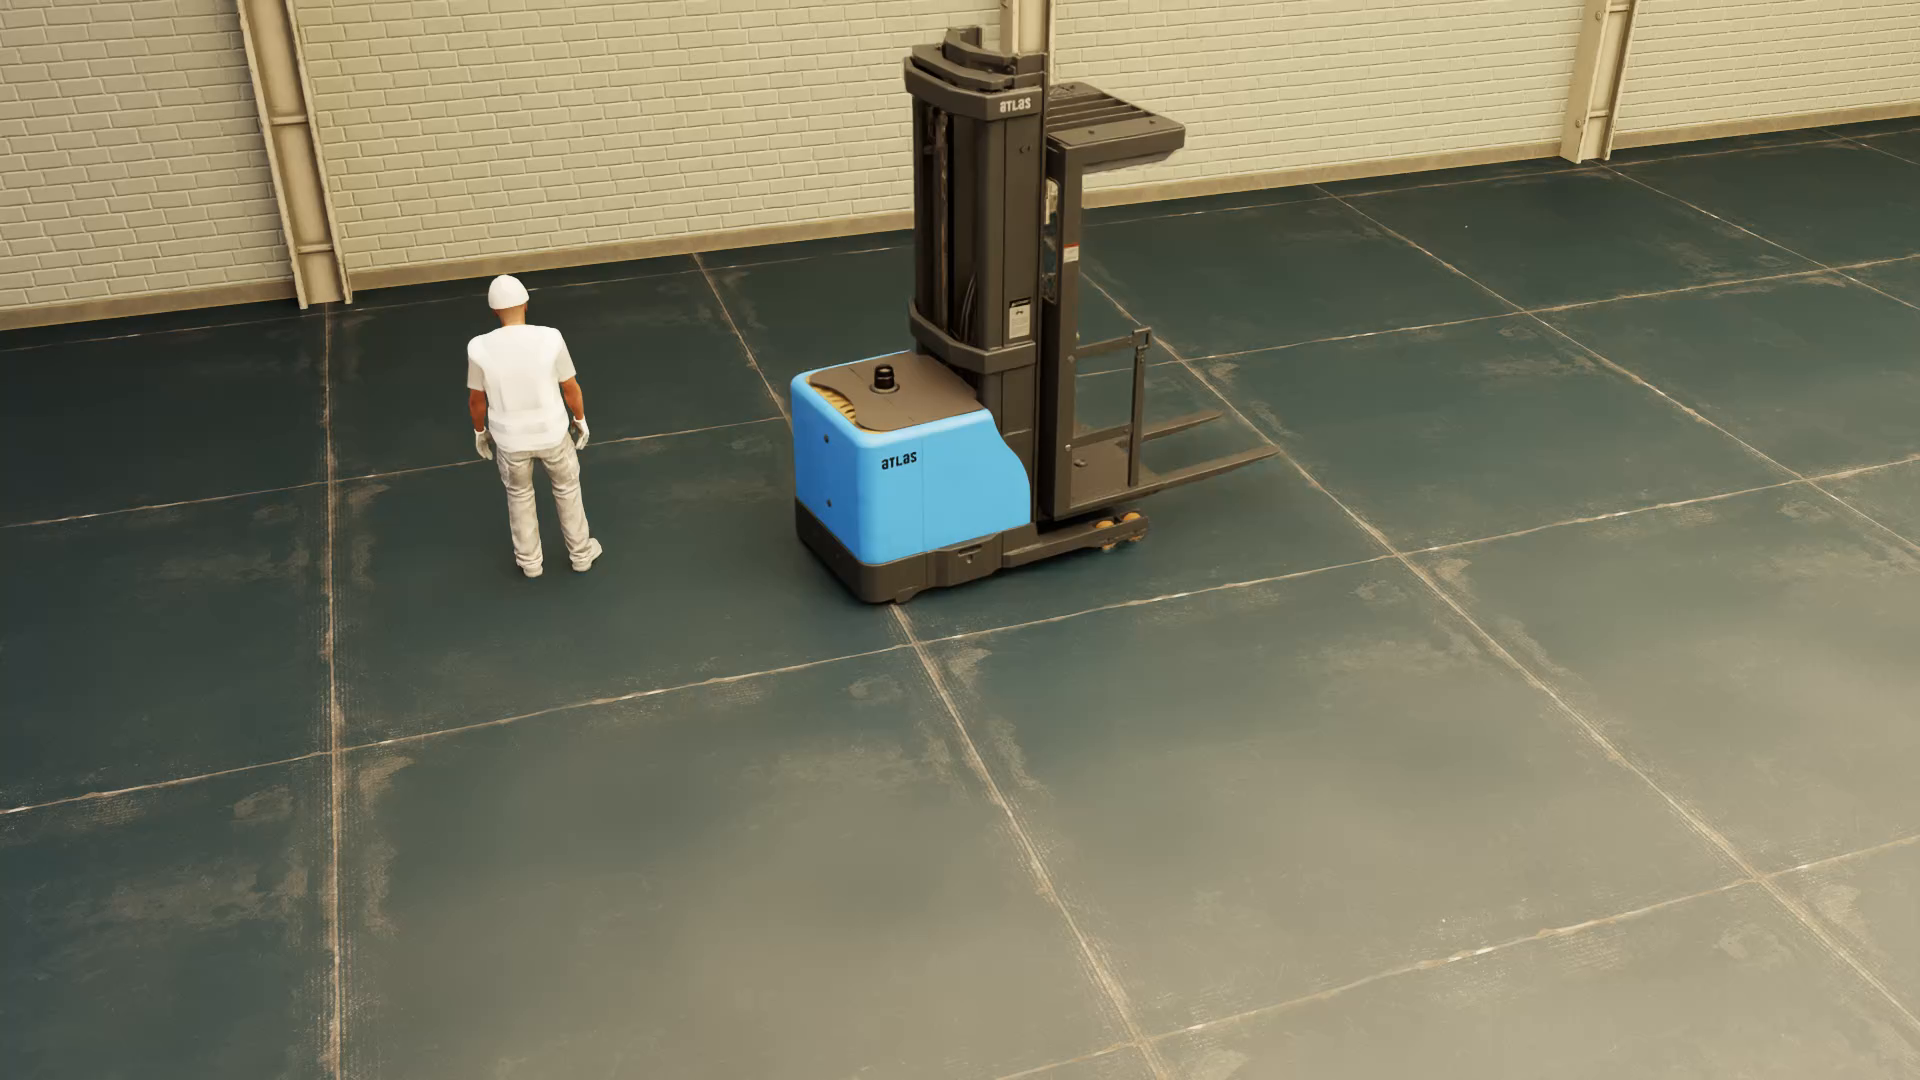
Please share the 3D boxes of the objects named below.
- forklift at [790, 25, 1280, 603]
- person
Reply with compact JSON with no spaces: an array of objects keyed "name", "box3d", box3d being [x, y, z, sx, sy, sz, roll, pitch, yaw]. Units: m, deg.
[{"name":"forklift","box3d":[-11.346,0.220,6.704,27.076,2.935,6.970,-15,33,-25]},{"name":"person","box3d":[-2.408,-0.624,9.337,0.624,1.773,0.424,-6,30,-10]}]
